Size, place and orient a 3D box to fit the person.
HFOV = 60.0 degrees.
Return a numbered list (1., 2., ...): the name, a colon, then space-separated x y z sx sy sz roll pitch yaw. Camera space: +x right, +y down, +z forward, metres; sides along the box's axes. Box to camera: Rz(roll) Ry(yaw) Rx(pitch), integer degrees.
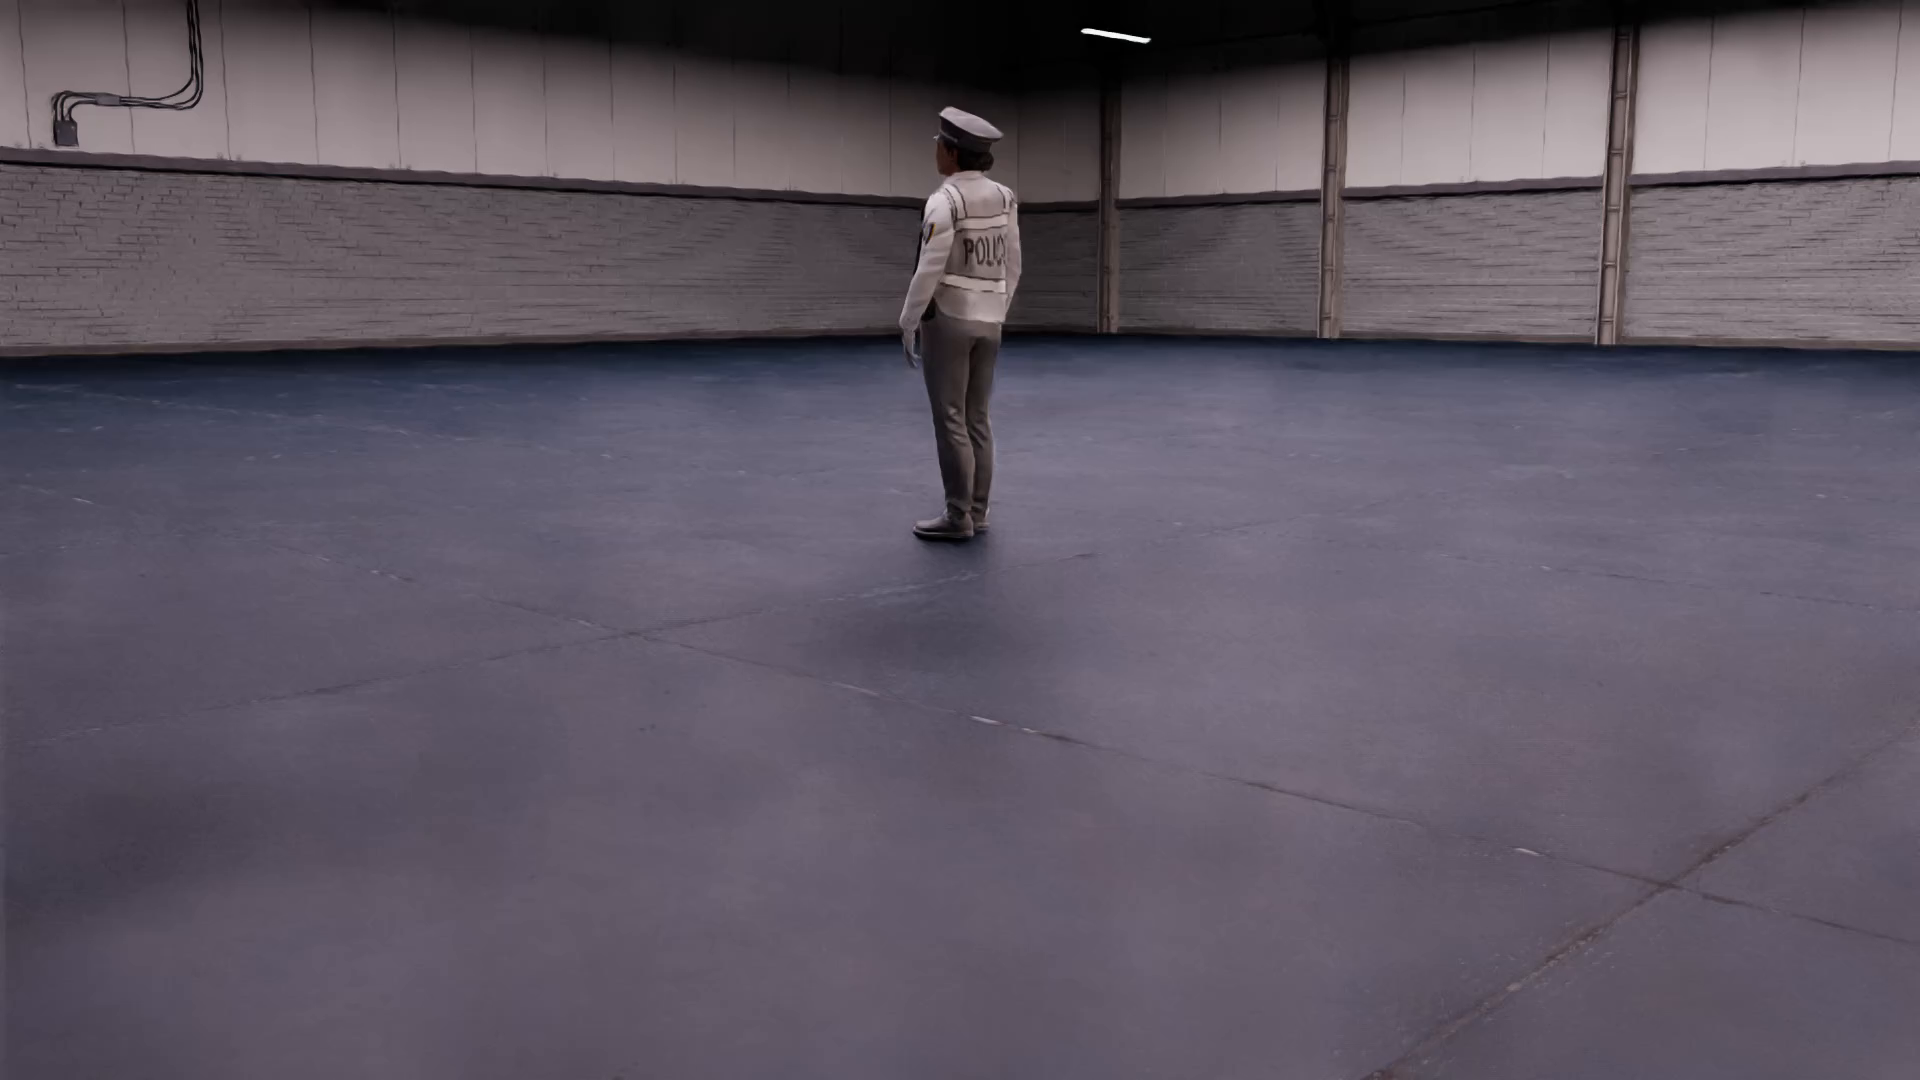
1. person: -0.044 -0.853 6.642 0.533 1.695 0.586 8 12 43
